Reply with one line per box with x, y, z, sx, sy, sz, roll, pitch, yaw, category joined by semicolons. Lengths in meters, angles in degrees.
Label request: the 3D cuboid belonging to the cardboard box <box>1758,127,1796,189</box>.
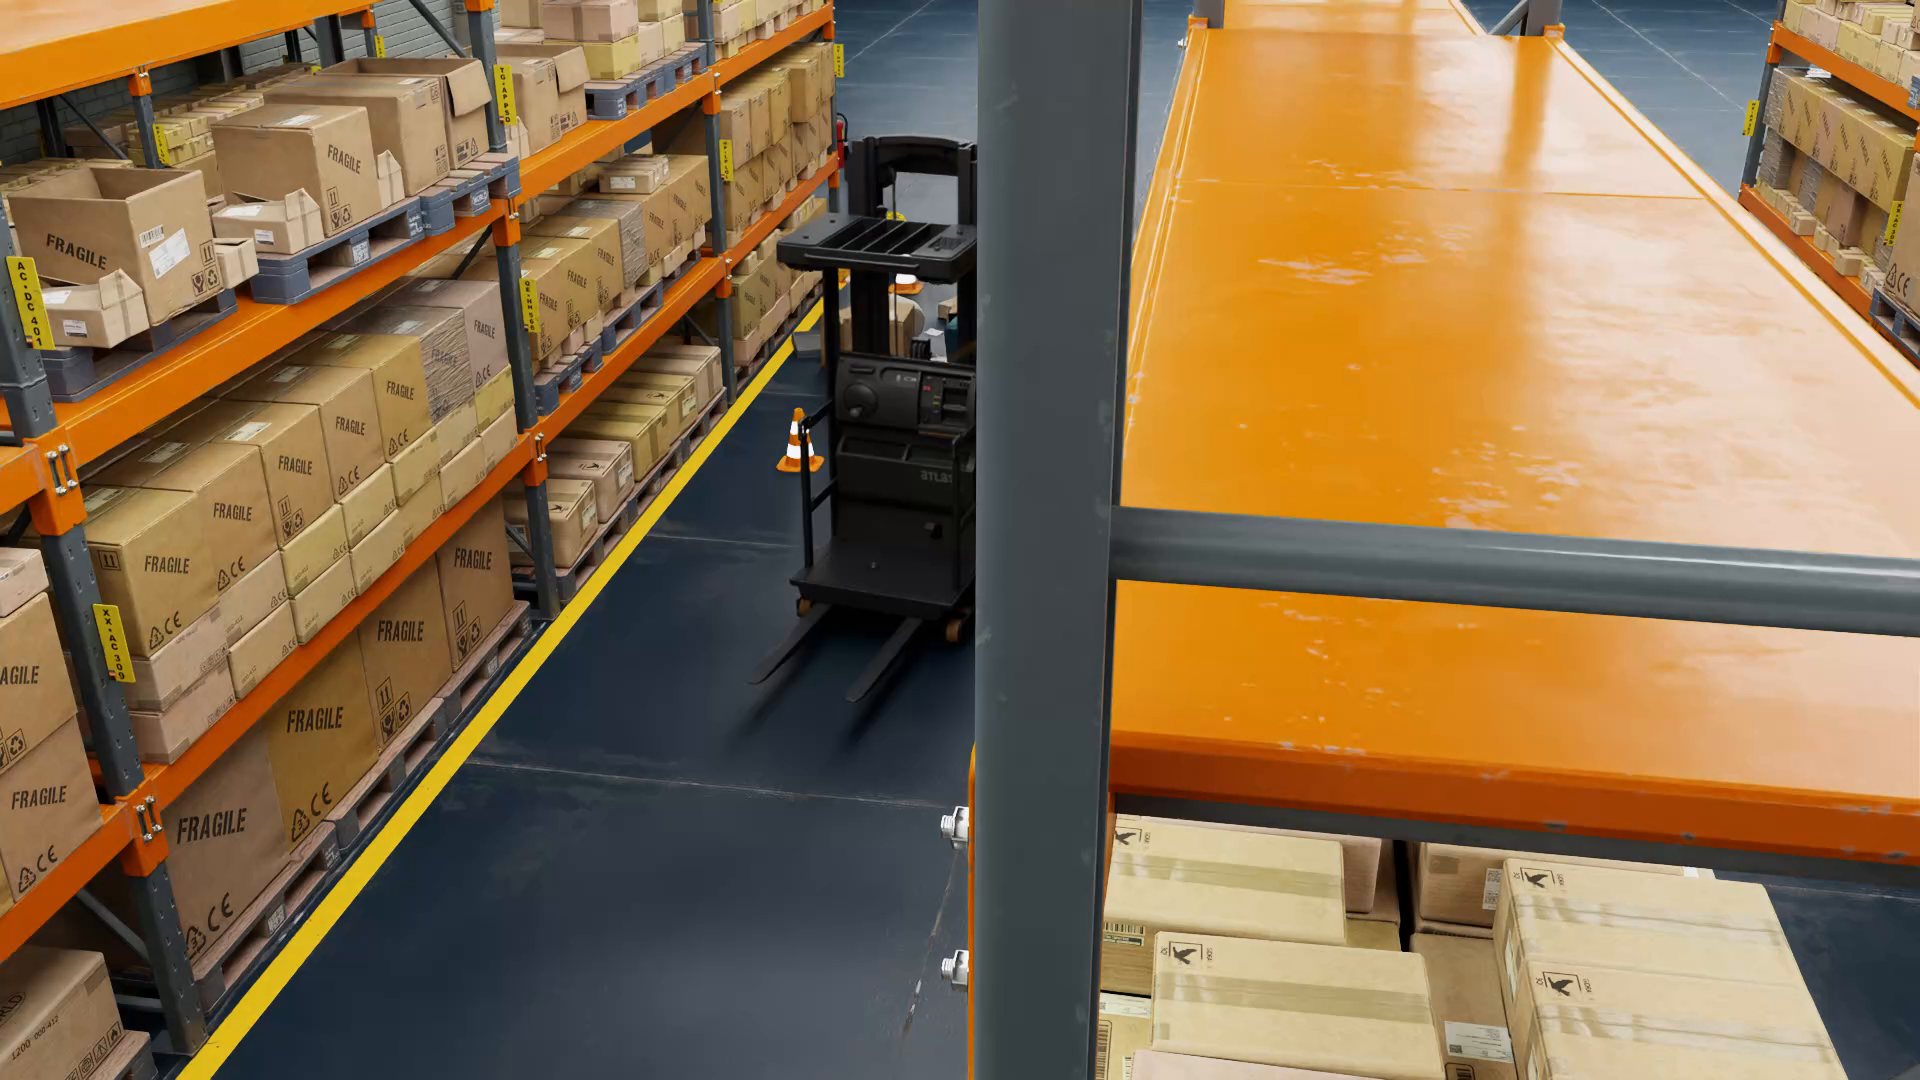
7.887;-3.503;15.228;0.875;0.500;0.500;4;25;9;cardboard box

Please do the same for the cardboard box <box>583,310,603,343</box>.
-2.608;-1.433;11.073;0.380;0.149;0.250;4;25;9;cardboard box

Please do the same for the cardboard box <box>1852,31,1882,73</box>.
7.341;-3.809;12.988;0.500;0.250;0.500;4;25;8;cardboard box

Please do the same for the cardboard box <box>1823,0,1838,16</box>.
7.515;-4.497;13.988;0.380;0.149;0.250;4;25;8;cardboard box

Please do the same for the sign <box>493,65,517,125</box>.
-2.534;-2.479;9.266;0.100;0.325;0.005;4;25;9;sign

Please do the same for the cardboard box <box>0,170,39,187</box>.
-7.730;-2.902;13.527;0.380;0.149;0.250;4;25;8;cardboard box

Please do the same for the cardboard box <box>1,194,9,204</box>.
-7.340;-2.552;12.781;0.380;0.149;0.250;4;25;9;cardboard box

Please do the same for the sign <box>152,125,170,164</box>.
-6.787;-3.363;14.123;0.100;0.325;0.005;4;25;9;sign

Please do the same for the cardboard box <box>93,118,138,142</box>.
-7.488;-3.638;14.750;0.380;0.149;0.250;3;25;7;cardboard box

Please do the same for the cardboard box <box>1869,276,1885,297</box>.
7.096;-1.875;12.514;0.380;0.149;0.250;4;25;9;cardboard box

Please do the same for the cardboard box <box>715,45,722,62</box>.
-2.130;-3.925;13.354;0.380;0.149;0.250;4;25;8;cardboard box

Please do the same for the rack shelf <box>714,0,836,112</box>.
-2.099;-4.434;14.996;1.077;0.370;4.000;4;25;9;rack shelf

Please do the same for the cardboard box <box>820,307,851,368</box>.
-0.909;-1.788;14.977;0.500;0.500;0.500;-20;32;-36;cardboard box

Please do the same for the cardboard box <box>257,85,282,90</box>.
-6.630;-4.349;16.269;0.380;0.149;0.250;5;25;10;cardboard box

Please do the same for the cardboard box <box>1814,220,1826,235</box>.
7.472;-2.601;14.064;0.380;0.149;0.250;4;25;9;cardboard box

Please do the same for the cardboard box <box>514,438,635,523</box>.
-2.865;-0.437;11.750;0.950;0.372;0.625;4;25;8;cardboard box

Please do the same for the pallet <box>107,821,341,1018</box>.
-3.682;1.716;7.836;1.003;0.211;1.213;4;25;9;pallet

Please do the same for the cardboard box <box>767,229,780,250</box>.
-1.860;-2.748;15.180;0.380;0.149;0.250;5;26;12;cardboard box

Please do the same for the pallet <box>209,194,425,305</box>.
-3.313;-1.424;7.939;1.003;0.211;1.213;5;26;11;pallet

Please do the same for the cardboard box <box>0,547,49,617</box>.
-3.470;0.140;5.851;0.380;0.149;0.250;4;25;7;cardboard box

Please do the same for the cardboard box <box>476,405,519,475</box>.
-2.906;-0.595;9.660;0.500;0.250;0.500;3;25;7;cardboard box

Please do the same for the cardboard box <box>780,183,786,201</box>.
-1.826;-3.203;15.350;0.380;0.149;0.250;4;25;8;cardboard box

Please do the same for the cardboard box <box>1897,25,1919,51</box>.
7.208;-3.722;12.332;0.380;0.149;0.250;3;25;6;cardboard box

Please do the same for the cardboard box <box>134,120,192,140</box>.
-7.043;-3.611;14.692;0.380;0.149;0.250;4;25;9;cardboard box

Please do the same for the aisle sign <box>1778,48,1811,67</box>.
7.718;-4.776;15.348;0.394;0.787;0.004;4;25;9;aisle sign

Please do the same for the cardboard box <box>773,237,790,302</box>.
-1.901;-2.519;15.457;0.500;0.500;0.500;5;26;11;cardboard box

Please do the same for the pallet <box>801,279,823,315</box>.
-1.953;-2.606;17.069;1.003;0.211;1.213;4;25;9;pallet

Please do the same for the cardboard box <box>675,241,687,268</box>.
-2.305;-2.188;12.687;0.380;0.149;0.250;4;25;8;cardboard box

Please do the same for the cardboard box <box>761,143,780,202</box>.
-1.925;-3.331;14.858;0.500;0.500;0.500;4;25;8;cardboard box

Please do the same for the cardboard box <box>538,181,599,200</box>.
-2.961;-2.344;12.255;0.500;0.500;0.500;4;25;8;cardboard box

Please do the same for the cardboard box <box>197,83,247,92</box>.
-7.255;-4.393;16.362;0.380;0.149;0.250;3;25;7;cardboard box

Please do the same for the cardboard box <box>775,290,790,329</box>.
-1.903;-2.184;15.626;0.500;0.250;0.500;4;25;8;cardboard box

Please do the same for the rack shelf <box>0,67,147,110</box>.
-7.651;-3.104;12.153;1.077;0.370;4.000;4;25;9;rack shelf

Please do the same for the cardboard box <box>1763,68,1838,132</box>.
7.646;-3.973;15.052;0.500;0.500;0.500;4;25;9;cardboard box

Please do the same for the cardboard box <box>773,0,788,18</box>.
-1.834;-4.792;14.737;0.500;0.250;0.500;4;25;9;cardboard box

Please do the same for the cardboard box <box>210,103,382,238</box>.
-3.082;-1.729;7.754;0.500;0.500;0.500;4;25;9;cardboard box

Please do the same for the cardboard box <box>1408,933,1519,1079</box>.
0.925;0.853;2.438;0.500;0.250;0.500;4;25;8;cardboard box

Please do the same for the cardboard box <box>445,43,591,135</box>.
-2.859;-2.938;10.827;0.797;0.503;0.637;4;25;9;cardboard box

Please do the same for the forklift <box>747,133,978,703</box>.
-0.402;-0.872;10.155;1.130;2.935;3.031;8;26;17;forklift

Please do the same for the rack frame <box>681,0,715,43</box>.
-2.426;-5.282;12.420;1.000;3.000;0.127;4;25;9;rack frame

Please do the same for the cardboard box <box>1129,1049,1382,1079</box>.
0.393;0.799;2.082;0.380;0.149;0.250;4;25;9;cardboard box

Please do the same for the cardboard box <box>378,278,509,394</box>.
-2.906;-1.156;9.384;0.500;0.500;0.500;3;25;7;cardboard box

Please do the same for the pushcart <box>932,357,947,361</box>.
-0.169;-1.241;13.955;1.648;0.377;0.936;-5;25;-10;pushcart

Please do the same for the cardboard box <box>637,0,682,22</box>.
-2.395;-4.021;12.356;0.500;0.250;0.500;5;25;10;cardboard box

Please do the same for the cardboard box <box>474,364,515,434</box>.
-2.908;-0.831;9.573;0.500;0.250;0.500;4;25;8;cardboard box

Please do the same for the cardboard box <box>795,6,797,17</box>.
-1.747;-4.998;15.647;0.380;0.149;0.250;4;25;9;cardboard box

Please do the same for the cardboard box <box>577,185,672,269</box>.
-2.445;-2.303;12.169;0.500;0.500;0.500;5;26;10;cardboard box

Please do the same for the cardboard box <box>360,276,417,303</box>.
-3.402;-1.201;9.480;0.500;0.500;0.500;3;25;7;cardboard box

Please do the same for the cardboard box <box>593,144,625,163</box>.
-2.852;-3.057;13.013;0.380;0.149;0.250;4;25;8;cardboard box

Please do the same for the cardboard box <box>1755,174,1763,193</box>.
7.723;-3.335;15.633;0.380;0.149;0.250;4;25;9;cardboard box

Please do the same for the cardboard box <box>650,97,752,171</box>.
-2.140;-3.367;13.757;0.700;0.500;0.500;4;25;8;cardboard box

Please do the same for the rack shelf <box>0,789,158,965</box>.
-4.060;1.943;4.909;1.077;0.370;4.000;4;25;9;rack shelf

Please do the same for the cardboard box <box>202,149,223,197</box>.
-6.925;-3.339;15.228;0.500;0.500;0.500;4;25;9;cardboard box
